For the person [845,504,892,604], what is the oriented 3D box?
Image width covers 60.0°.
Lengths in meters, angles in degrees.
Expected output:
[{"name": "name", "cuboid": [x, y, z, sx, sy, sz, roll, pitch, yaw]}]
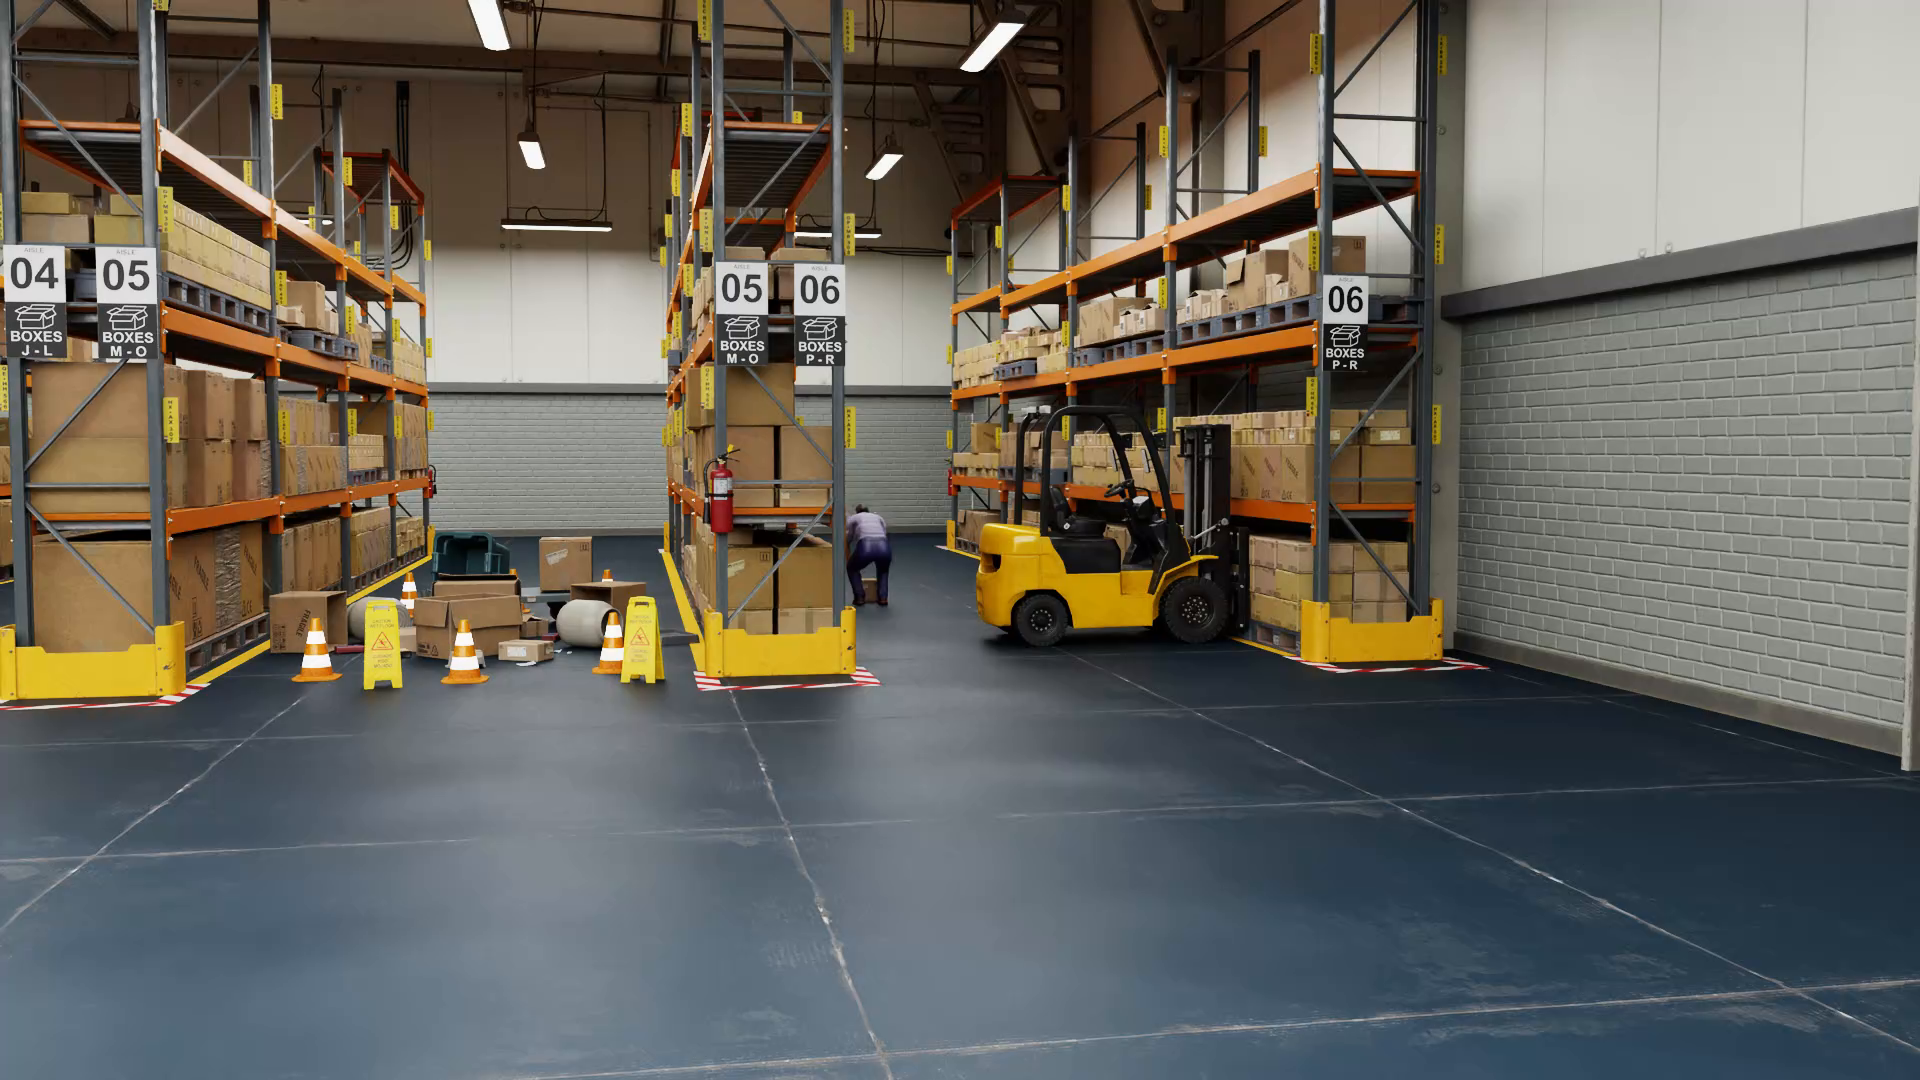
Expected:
[{"name": "person", "cuboid": [-1.059, 0.165, 18.971, 0.535, 1.141, 0.760, -1, 3, -11]}]
